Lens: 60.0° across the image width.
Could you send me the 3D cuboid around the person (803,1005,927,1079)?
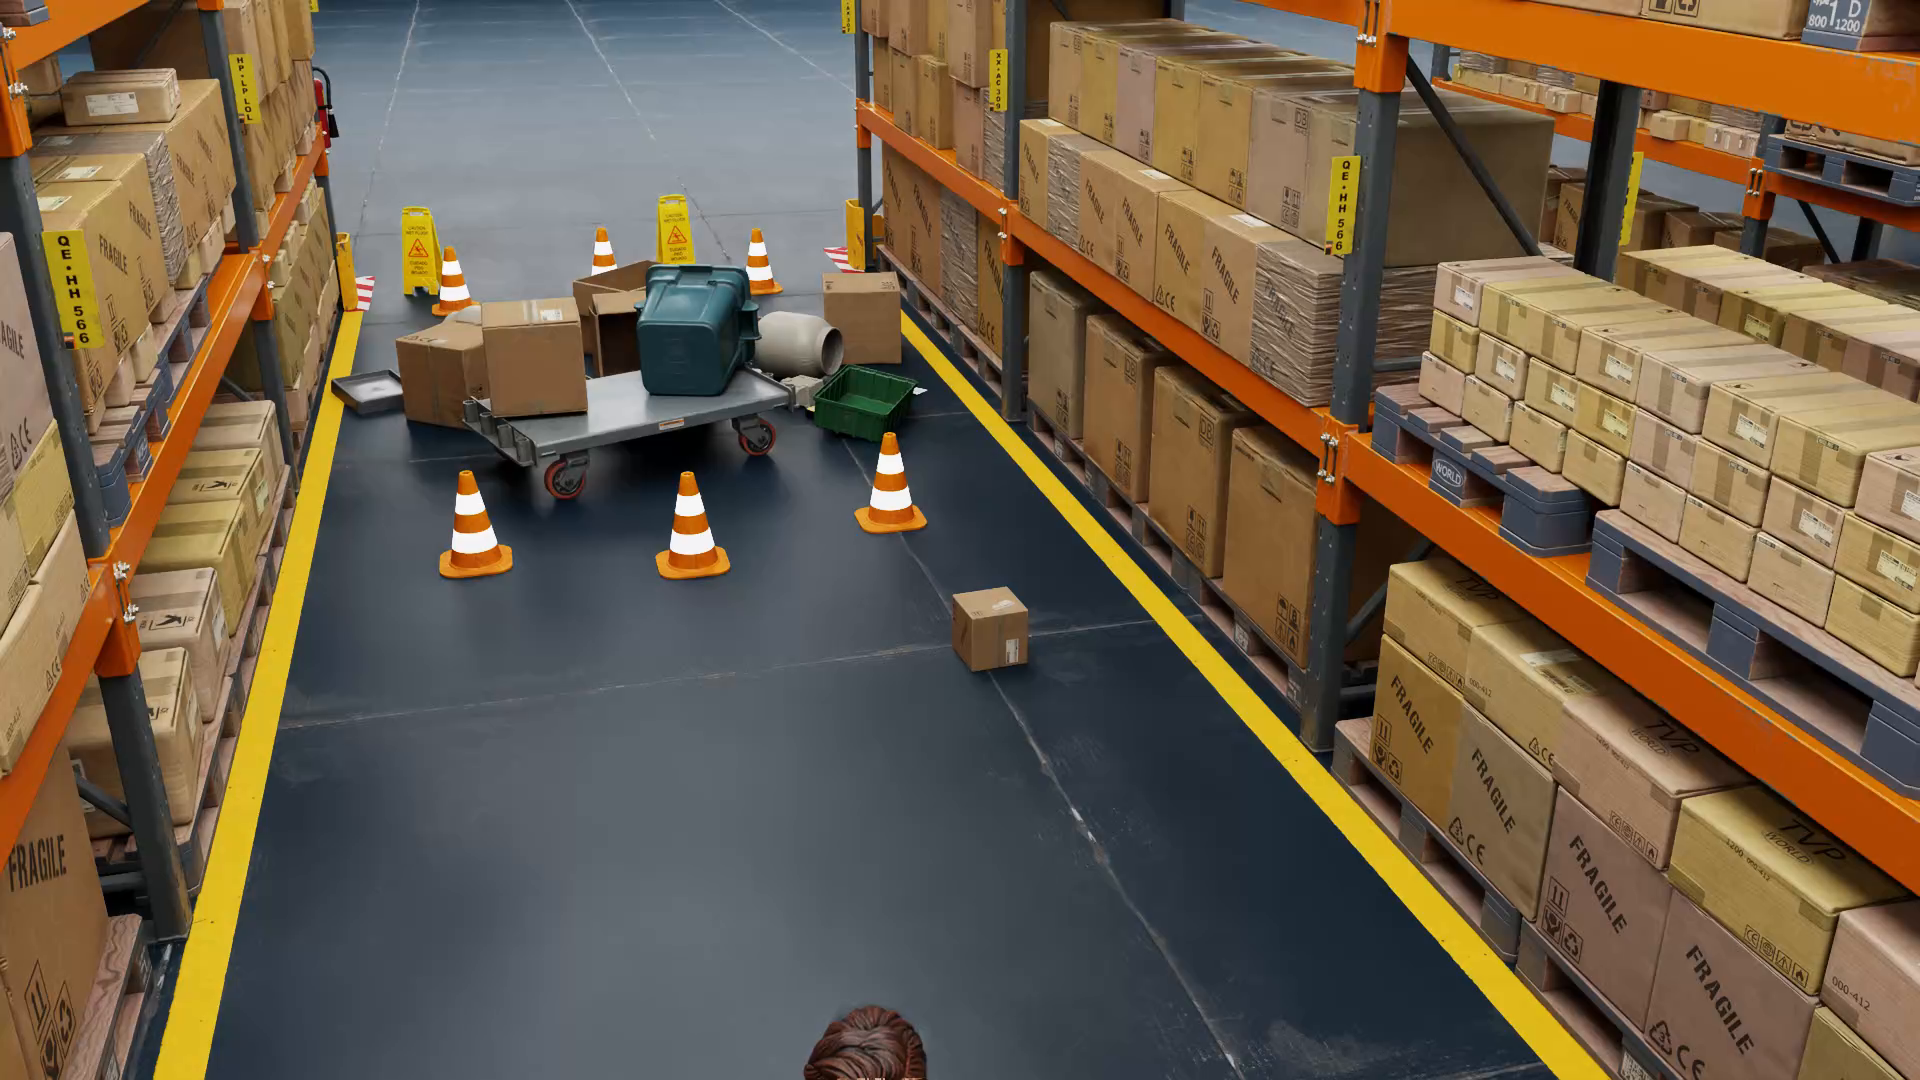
[{"bbox_3d":[-0.108,1.469,2.650,0.457,1.627,0.949,2,23,6],"label":"person"}]
